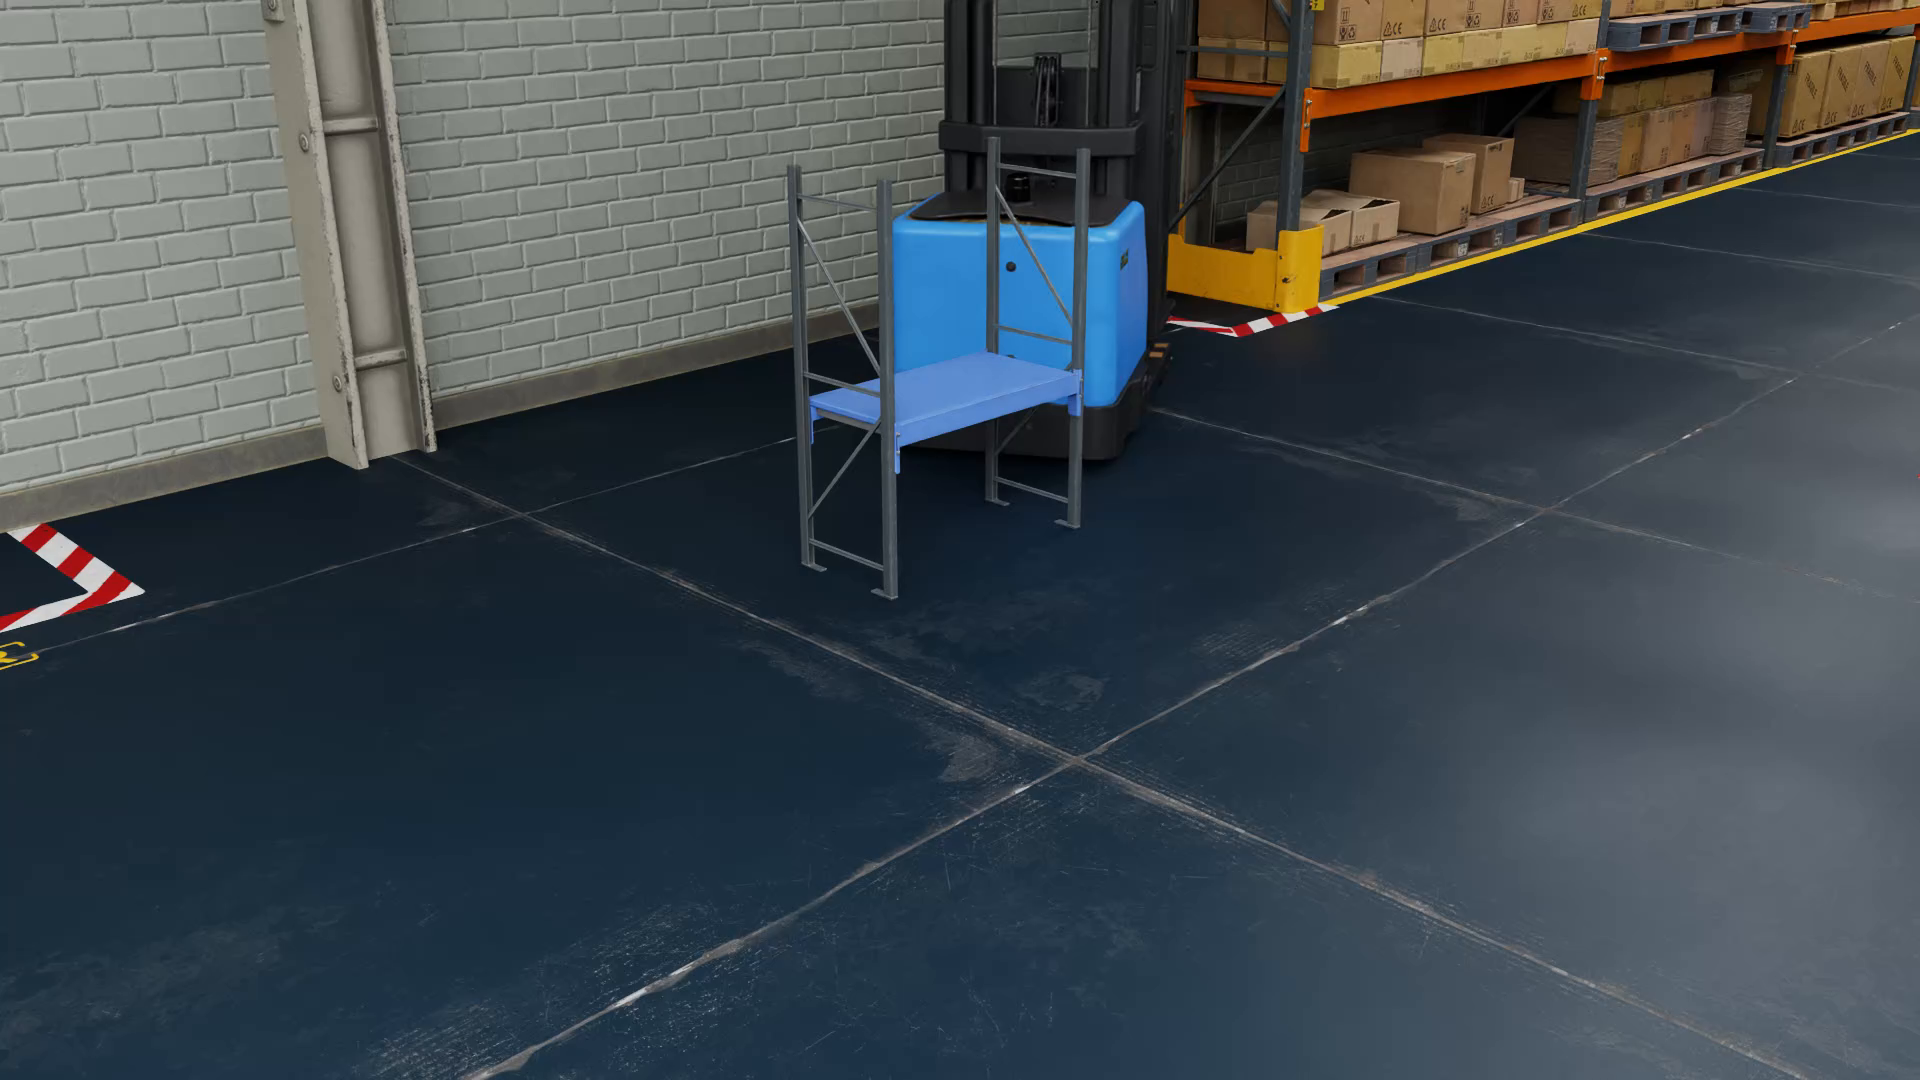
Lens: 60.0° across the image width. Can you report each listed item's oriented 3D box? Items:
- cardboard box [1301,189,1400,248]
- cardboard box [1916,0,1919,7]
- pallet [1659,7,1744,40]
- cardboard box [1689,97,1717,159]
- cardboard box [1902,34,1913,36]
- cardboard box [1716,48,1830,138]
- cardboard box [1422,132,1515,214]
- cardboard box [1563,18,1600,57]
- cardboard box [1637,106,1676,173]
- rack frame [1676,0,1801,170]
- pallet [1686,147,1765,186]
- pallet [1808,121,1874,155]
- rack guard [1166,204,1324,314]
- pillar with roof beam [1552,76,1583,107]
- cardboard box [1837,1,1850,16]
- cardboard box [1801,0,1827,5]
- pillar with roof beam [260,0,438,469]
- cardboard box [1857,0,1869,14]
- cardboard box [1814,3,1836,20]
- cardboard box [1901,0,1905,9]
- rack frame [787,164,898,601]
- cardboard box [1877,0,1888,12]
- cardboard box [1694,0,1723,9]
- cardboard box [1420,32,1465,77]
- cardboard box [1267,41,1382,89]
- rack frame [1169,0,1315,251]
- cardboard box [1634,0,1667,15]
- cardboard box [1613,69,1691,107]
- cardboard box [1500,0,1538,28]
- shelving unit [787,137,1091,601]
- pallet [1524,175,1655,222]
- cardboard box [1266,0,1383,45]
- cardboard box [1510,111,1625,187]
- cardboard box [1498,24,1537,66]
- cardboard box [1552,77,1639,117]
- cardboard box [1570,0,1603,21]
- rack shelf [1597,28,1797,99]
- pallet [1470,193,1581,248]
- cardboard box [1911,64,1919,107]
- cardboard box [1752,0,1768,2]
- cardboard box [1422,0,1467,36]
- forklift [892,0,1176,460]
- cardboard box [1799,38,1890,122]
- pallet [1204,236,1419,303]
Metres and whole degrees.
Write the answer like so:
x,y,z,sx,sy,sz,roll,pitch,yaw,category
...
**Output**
x,y,z,sx,sy,sz,roll,pitch,yaw,category
2.613,-2.200,11.253,0.500,0.311,0.500,-17,27,-38,cardboard box
10.007,-5.767,17.720,0.380,0.149,0.250,20,28,41,cardboard box
5.898,-4.396,14.098,1.003,0.211,1.213,19,28,41,pallet
6.342,-3.742,14.999,0.700,0.500,0.500,19,28,41,cardboard box
11.474,-5.944,19.852,0.380,0.149,0.250,20,28,41,cardboard box
7.856,-4.353,16.131,0.750,0.750,0.750,19,28,40,cardboard box
3.763,-2.738,12.388,0.500,0.500,0.500,17,27,37,cardboard box
4.345,-3.718,12.248,0.500,0.250,0.500,19,28,41,cardboard box
5.670,-3.475,14.305,0.700,0.500,0.500,20,28,41,cardboard box
7.249,-5.005,15.414,1.000,3.000,0.127,19,28,41,rack frame
6.703,-3.502,15.393,1.003,0.211,1.213,19,28,41,pallet
8.704,-4.199,17.204,1.003,0.211,1.213,19,28,41,pallet
1.721,-1.801,10.563,1.175,0.500,0.348,19,28,41,rack guard
8.807,-6.610,11.228,9.100,9.000,0.400,19,28,41,pillar with roof beam
8.522,-5.261,16.403,0.250,0.149,0.380,-20,28,-41,cardboard box
7.771,-5.260,15.497,0.500,0.500,0.500,-19,28,-40,cardboard box
0.436,-3.525,3.203,9.100,9.000,0.400,19,28,41,pillar with roof beam
8.895,-5.386,16.729,0.250,0.149,0.380,-19,28,-40,cardboard box
8.073,-5.033,15.810,0.250,0.149,0.380,-19,28,-40,cardboard box
9.635,-5.641,17.392,0.250,0.149,0.380,-19,28,-40,cardboard box
-0.414,-0.547,5.908,0.500,1.500,0.032,19,28,41,rack frame
9.274,-5.512,17.057,0.380,0.149,0.250,19,28,41,cardboard box
6.075,-4.807,14.149,0.700,0.500,0.500,19,28,41,cardboard box
2.948,-3.200,10.900,0.500,0.250,0.500,19,28,40,cardboard box
2.236,-2.933,10.207,0.500,0.250,0.500,18,28,39,cardboard box
1.668,-2.948,10.064,1.000,3.000,0.127,19,28,41,rack frame
5.233,-4.492,13.329,0.500,0.500,0.700,-17,27,-37,cardboard box
5.986,-3.931,14.446,0.500,0.250,0.500,19,28,40,cardboard box
3.647,-3.810,11.443,0.500,0.500,0.500,18,28,39,cardboard box
-0.060,-0.678,6.248,0.538,1.500,1.048,19,28,41,shelving unit
5.001,-2.875,13.761,1.003,0.211,1.213,19,28,41,pallet
2.217,-3.285,10.076,0.500,0.500,0.500,19,28,41,cardboard box
4.960,-3.208,13.611,0.500,0.500,0.700,-19,28,-40,cardboard box
3.652,-3.459,11.574,0.500,0.250,0.500,19,28,40,cardboard box
5.265,-3.672,13.774,0.500,0.250,0.500,19,28,40,cardboard box
4.350,-4.067,12.110,0.500,0.500,0.500,19,28,41,cardboard box
5.854,-4.155,14.205,1.077,0.370,4.000,19,28,41,rack shelf
4.016,-2.493,12.767,1.003,0.211,1.213,19,28,41,pallet
10.635,-5.229,18.896,0.700,0.500,0.500,20,29,41,cardboard box
6.928,-5.133,14.996,0.700,0.500,0.500,15,26,35,cardboard box
2.934,-3.541,10.742,0.500,0.500,0.500,18,27,39,cardboard box
0.522,-2.214,8.249,1.130,2.935,3.031,5,22,13,forklift
9.061,-4.796,17.284,0.750,0.750,0.750,-19,28,-40,cardboard box
2.313,-1.866,11.135,1.003,0.211,1.213,19,28,41,pallet
